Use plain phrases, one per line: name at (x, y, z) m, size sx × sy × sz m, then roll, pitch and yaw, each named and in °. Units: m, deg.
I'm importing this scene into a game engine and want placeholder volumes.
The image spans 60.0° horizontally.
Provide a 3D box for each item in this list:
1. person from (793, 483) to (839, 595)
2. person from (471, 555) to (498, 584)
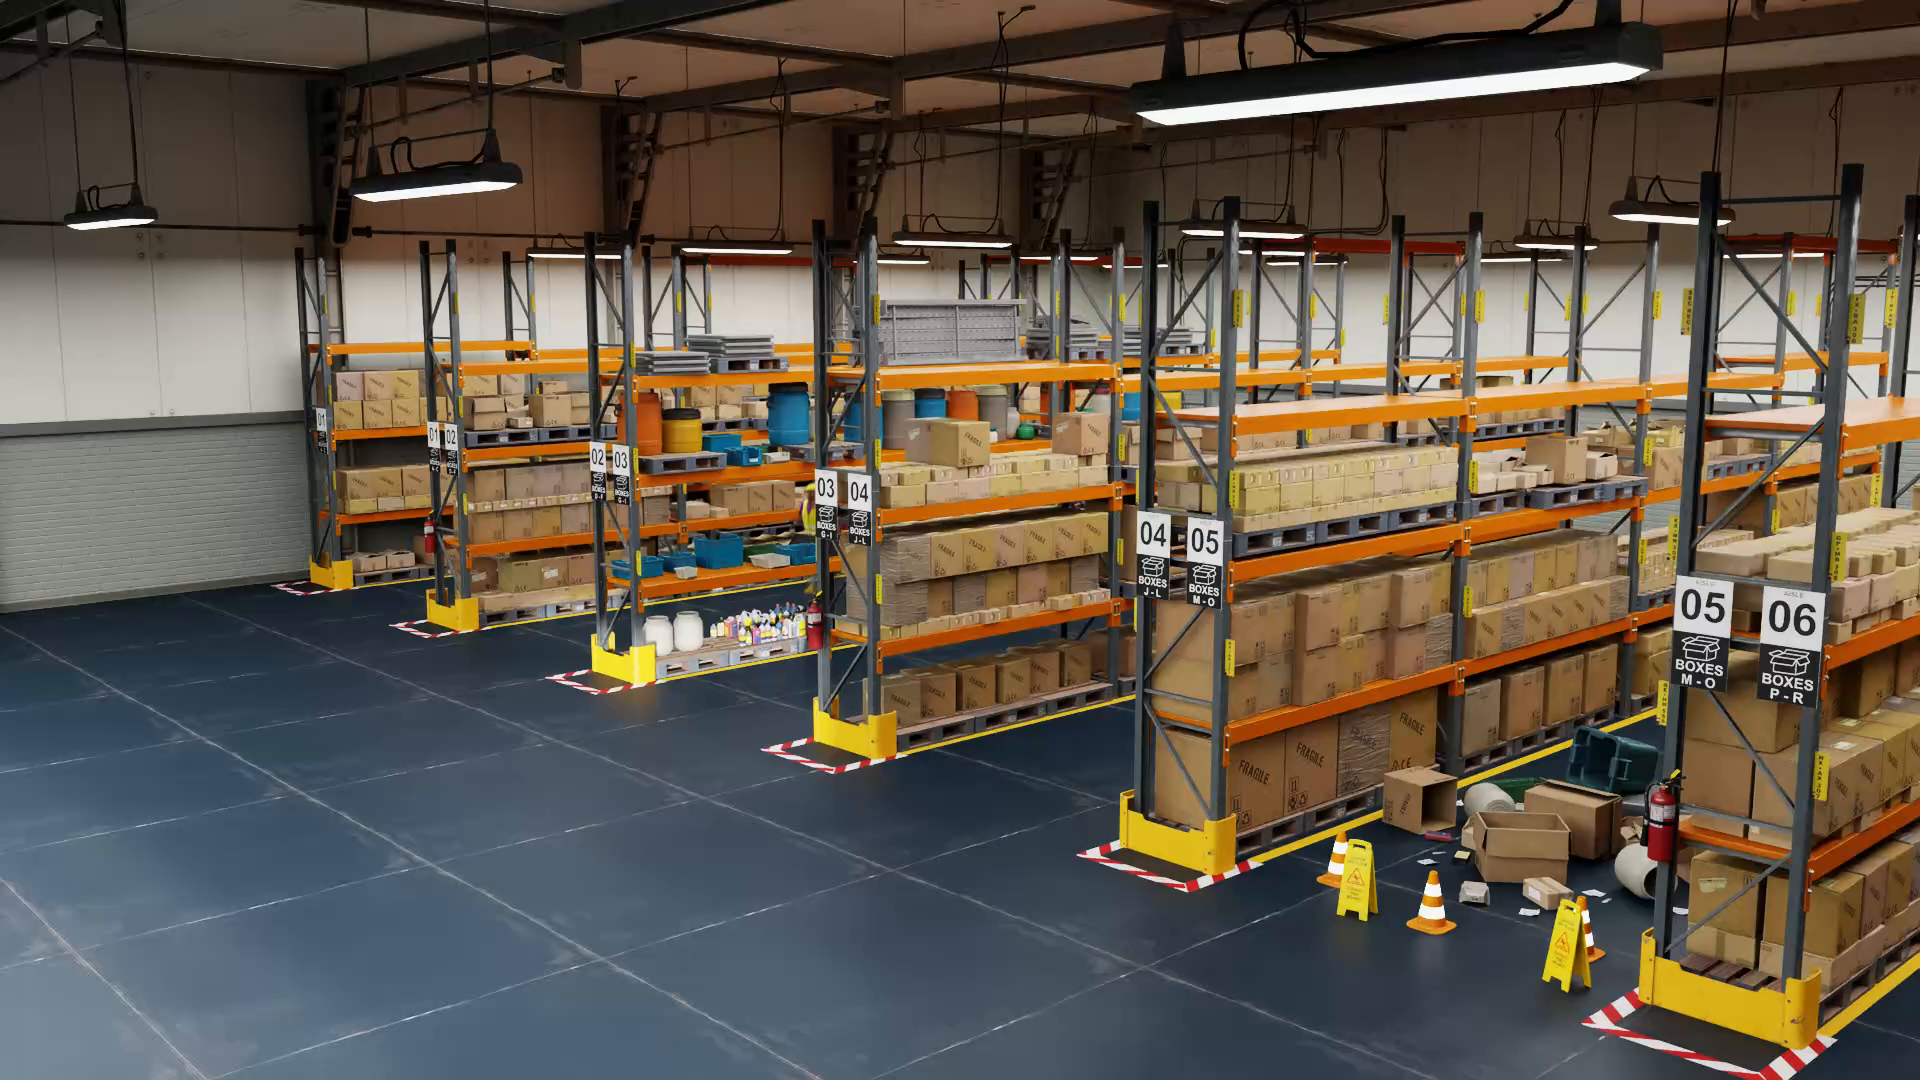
person at (-2.403, -0.073, 27.621) m, size 0.640 × 1.775 × 0.828 m, roll 7°, pitch 11°, yaw 39°
person at (-8.123, 0.190, 28.254) m, size 0.688 × 1.757 × 0.891 m, roll 6°, pitch 10°, yaw 34°
